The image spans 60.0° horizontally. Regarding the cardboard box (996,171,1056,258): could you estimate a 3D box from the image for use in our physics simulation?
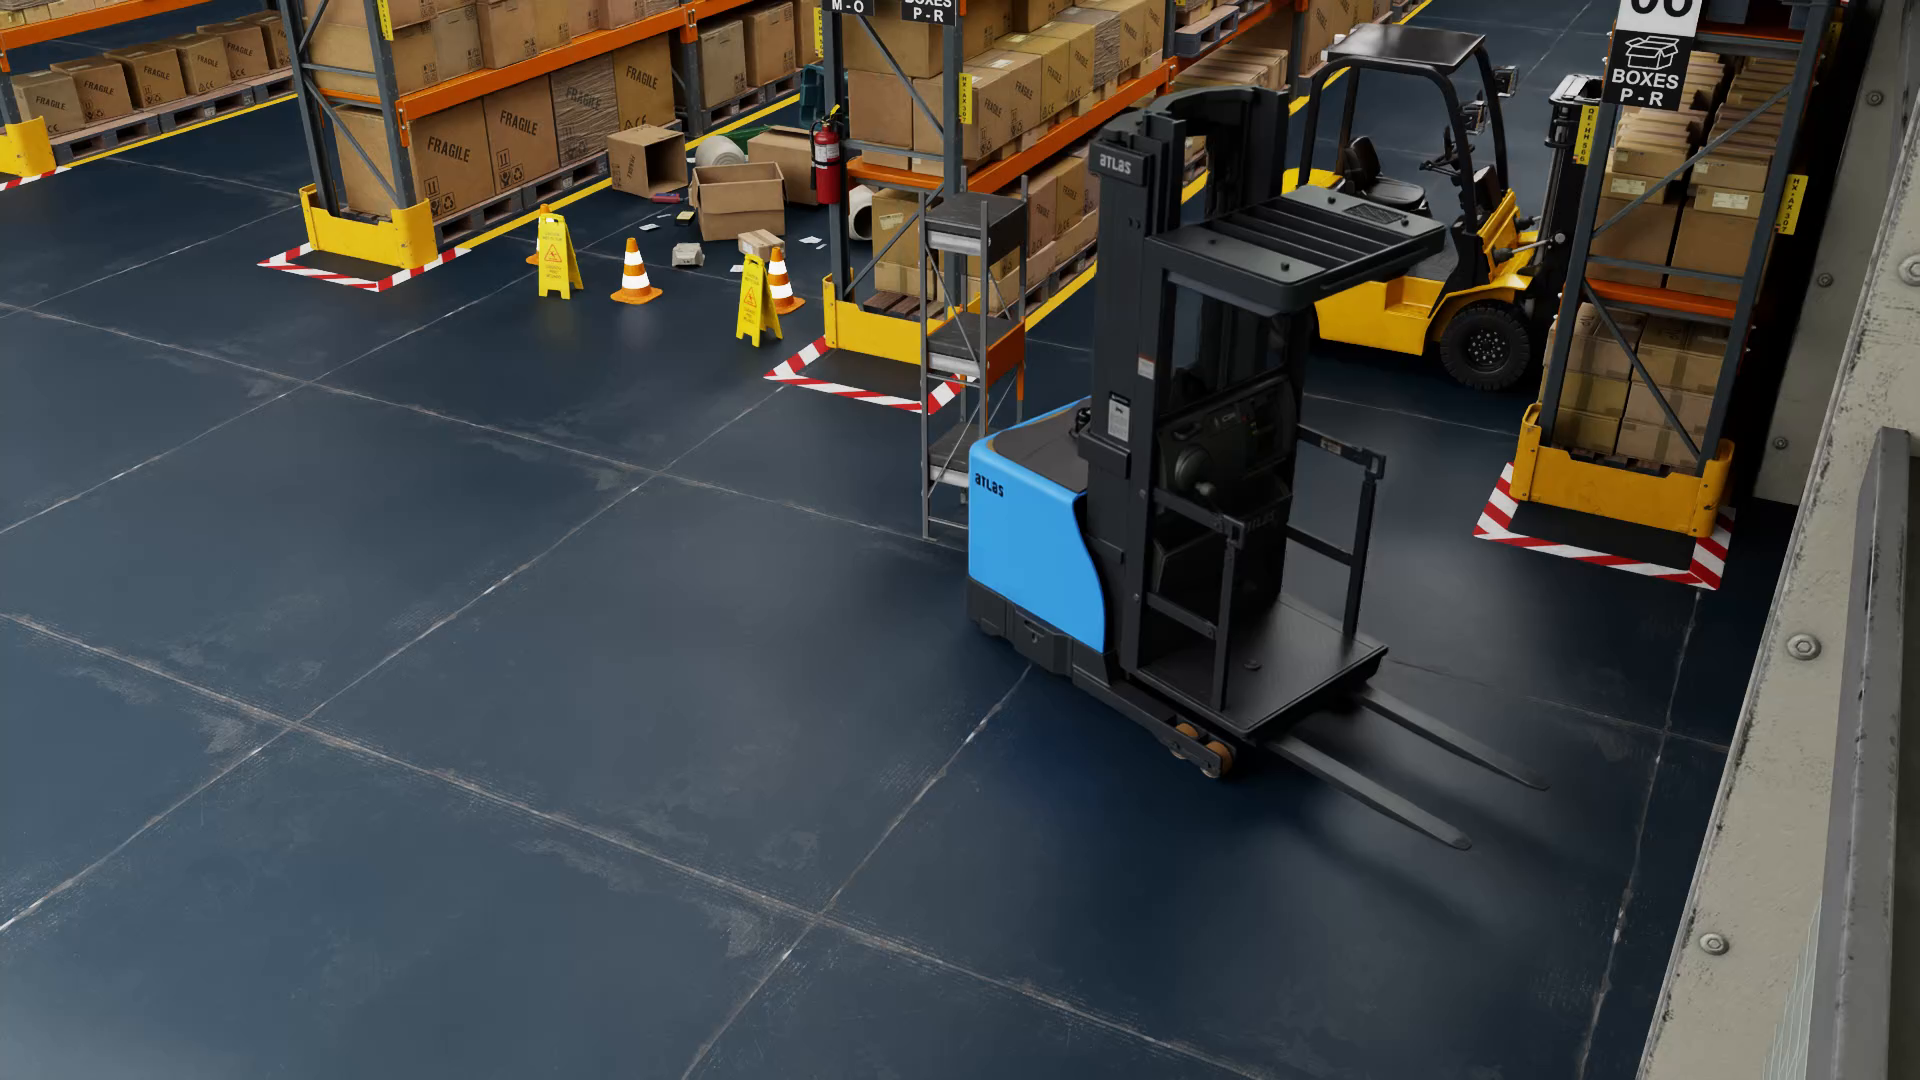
[{"bbox_3d":[0.407,-2.498,12.674,0.500,0.500,0.500,13,32,21],"label":"cardboard box"}]

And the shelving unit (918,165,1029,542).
[{"bbox_3d":[0.075,-0.984,9.355,0.431,2.100,0.503,14,33,23],"label":"shelving unit"}]

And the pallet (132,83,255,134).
[{"bbox_3d":[-8.280,-4.608,17.563,1.003,0.211,1.213,14,33,23],"label":"pallet"}]

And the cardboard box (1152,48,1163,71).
[{"bbox_3d":[1.496,-4.098,14.126,0.380,0.149,0.250,14,33,23],"label":"cardboard box"}]

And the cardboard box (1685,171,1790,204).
[{"bbox_3d":[4.660,-1.956,10.044,0.500,0.500,0.500,15,33,25],"label":"cardboard box"}]

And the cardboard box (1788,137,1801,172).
[{"bbox_3d":[4.884,-2.371,10.114,0.380,0.149,0.250,15,33,24],"label":"cardboard box"}]

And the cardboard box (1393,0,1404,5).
[{"bbox_3d":[5.397,-7.290,21.583,0.875,0.438,0.875,14,33,23],"label":"cardboard box"}]

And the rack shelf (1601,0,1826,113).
[{"bbox_3d":[4.880,-3.396,10.362,1.077,0.370,4.000,14,33,23],"label":"rack shelf"}]

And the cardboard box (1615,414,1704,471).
[{"bbox_3d":[4.367,-0.684,10.268,0.500,0.250,0.500,14,33,23],"label":"cardboard box"}]

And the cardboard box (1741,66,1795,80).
[{"bbox_3d":[5.303,-2.977,10.871,0.380,0.149,0.250,14,33,23],"label":"cardboard box"}]

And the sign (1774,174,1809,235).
[{"bbox_3d":[4.461,-1.802,8.926,0.100,0.325,0.005,14,33,23],"label":"sign"}]

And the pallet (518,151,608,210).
[{"bbox_3d":[-4.052,-3.425,15.502,1.003,0.211,1.213,14,33,23],"label":"pallet"}]

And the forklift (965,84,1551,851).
[{"bbox_3d":[1.382,-0.442,7.576,1.130,2.935,3.031,-24,37,-35],"label":"forklift"}]

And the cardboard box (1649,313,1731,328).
[{"bbox_3d":[4.581,-1.336,10.400,0.500,0.250,0.500,14,33,23],"label":"cardboard box"}]

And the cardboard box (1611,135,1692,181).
[{"bbox_3d":[3.945,-2.181,9.485,0.380,0.149,0.250,14,33,23],"label":"cardboard box"}]

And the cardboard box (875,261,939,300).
[{"bbox_3d":[-0.312,-2.065,12.673,0.500,0.250,0.500,14,33,23],"label":"cardboard box"}]

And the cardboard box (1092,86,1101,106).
[{"bbox_3d":[0.893,-3.540,13.154,0.380,0.149,0.250,14,33,22],"label":"cardboard box"}]

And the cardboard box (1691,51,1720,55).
[{"bbox_3d":[5.026,-3.331,11.488,0.380,0.149,0.250,15,33,24],"label":"cardboard box"}]

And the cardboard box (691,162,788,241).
[{"bbox_3d":[-1.905,-2.915,14.321,0.797,0.503,0.637,-7,31,-11],"label":"cardboard box"}]

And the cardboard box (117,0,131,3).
[{"bbox_3d":[-8.368,-5.412,16.414,0.380,0.149,0.250,14,33,23],"label":"cardboard box"}]

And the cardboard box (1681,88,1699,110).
[{"bbox_3d":[4.437,-2.769,10.510,0.380,0.149,0.250,15,33,24],"label":"cardboard box"}]

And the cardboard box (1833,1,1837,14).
[{"bbox_3d":[7.425,-4.729,14.622,0.500,0.250,0.500,15,33,24],"label":"cardboard box"}]

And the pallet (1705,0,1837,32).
[{"bbox_3d":[4.314,-3.091,9.196,1.003,0.211,1.213,14,33,23],"label":"pallet"}]

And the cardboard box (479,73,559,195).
[{"bbox_3d":[-4.255,-3.690,14.875,0.875,0.875,0.875,14,33,23],"label":"cardboard box"}]

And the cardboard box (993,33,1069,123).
[{"bbox_3d":[0.476,-3.421,12.296,0.500,0.500,0.500,14,33,22],"label":"cardboard box"}]

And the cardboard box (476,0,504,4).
[{"bbox_3d":[-4.156,-4.894,14.026,0.875,0.550,0.550,14,33,23],"label":"cardboard box"}]

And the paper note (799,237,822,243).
[{"bbox_3d":[-1.272,-2.566,14.198,0.142,0.019,0.148,-25,38,-36],"label":"paper note"}]

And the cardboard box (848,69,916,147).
[{"bbox_3d":[-0.449,-3.120,11.772,0.500,0.500,0.500,14,33,22],"label":"cardboard box"}]

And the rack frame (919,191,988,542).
[{"bbox_3d":[-0.036,-0.876,9.167,0.400,2.100,0.015,14,33,23],"label":"rack frame"}]

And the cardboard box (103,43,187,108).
[{"bbox_3d":[-8.430,-4.810,17.203,0.500,0.500,0.500,18,34,28],"label":"cardboard box"}]

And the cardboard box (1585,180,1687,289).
[{"bbox_3d":[3.960,-1.842,9.844,0.500,0.500,0.500,14,33,22],"label":"cardboard box"}]

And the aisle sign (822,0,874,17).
[{"bbox_3d":[-0.738,-3.811,10.763,0.394,0.787,0.004,14,33,23],"label":"aisle sign"}]

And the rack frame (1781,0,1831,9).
[{"bbox_3d":[3.969,-4.122,7.892,1.000,3.000,0.127,14,33,23],"label":"rack frame"}]

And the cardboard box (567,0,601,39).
[{"bbox_3d":[-3.820,-4.933,15.178,0.875,0.550,0.550,14,33,23],"label":"cardboard box"}]

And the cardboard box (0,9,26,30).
[{"bbox_3d":[-8.931,-4.856,15.447,0.380,0.149,0.250,14,33,23],"label":"cardboard box"}]

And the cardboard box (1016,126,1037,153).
[{"bbox_3d":[0.340,-2.956,12.138,0.380,0.149,0.250,15,33,24],"label":"cardboard box"}]

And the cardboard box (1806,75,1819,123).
[{"bbox_3d":[8.055,-4.288,16.294,0.500,0.500,0.500,16,33,25],"label":"cardboard box"}]

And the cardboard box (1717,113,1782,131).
[{"bbox_3d":[4.695,-2.409,9.883,0.380,0.149,0.250,15,33,24],"label":"cardboard box"}]

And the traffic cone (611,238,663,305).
[{"bbox_3d":[-2.547,-2.129,12.993,0.336,0.463,0.334,14,33,23],"label":"traffic cone"}]

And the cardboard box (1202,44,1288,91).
[{"bbox_3d":[2.927,-4.986,17.637,0.950,0.372,0.625,12,32,20],"label":"cardboard box"}]

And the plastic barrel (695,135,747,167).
[{"bbox_3d":[-2.233,-3.528,15.469,0.421,0.421,0.512,-12,32,-20],"label":"plastic barrel"}]

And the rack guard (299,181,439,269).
[{"bbox_3d":[-4.915,-2.628,13.825,1.175,0.500,0.348,14,33,23],"label":"rack guard"}]

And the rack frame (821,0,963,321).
[{"bbox_3d":[-0.451,-2.645,11.344,1.000,3.000,0.127,14,33,23],"label":"rack frame"}]

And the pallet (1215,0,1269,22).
[{"bbox_3d":[2.328,-5.221,16.023,1.003,0.211,1.213,14,33,23],"label":"pallet"}]

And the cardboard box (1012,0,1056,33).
[{"bbox_3d":[0.316,-4.189,12.629,0.700,0.500,0.500,14,33,23],"label":"cardboard box"}]

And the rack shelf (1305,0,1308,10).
[{"bbox_3d":[4.104,-6.766,19.243,1.077,0.370,4.000,14,33,23],"label":"rack shelf"}]

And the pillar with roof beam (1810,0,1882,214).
[{"bbox_3d":[3.990,-7.863,14.406,9.100,9.000,0.400,14,33,23],"label":"pillar with roof beam"}]

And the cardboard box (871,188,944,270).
[{"bbox_3d":[-0.318,-2.374,12.458,0.500,0.500,0.500,15,33,24],"label":"cardboard box"}]

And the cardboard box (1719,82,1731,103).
[{"bbox_3d":[5.134,-2.965,11.801,0.500,0.500,0.500,15,33,24],"label":"cardboard box"}]

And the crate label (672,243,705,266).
[{"bbox_3d":[-2.244,-2.350,13.705,0.250,0.136,0.298,-1,30,-3],"label":"crate label"}]

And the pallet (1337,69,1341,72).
[{"bbox_3d":[4.176,-5.853,19.731,1.003,0.211,1.213,14,33,23],"label":"pallet"}]

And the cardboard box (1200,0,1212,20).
[{"bbox_3d":[2.026,-4.773,14.881,0.380,0.149,0.250,15,33,24],"label":"cardboard box"}]
